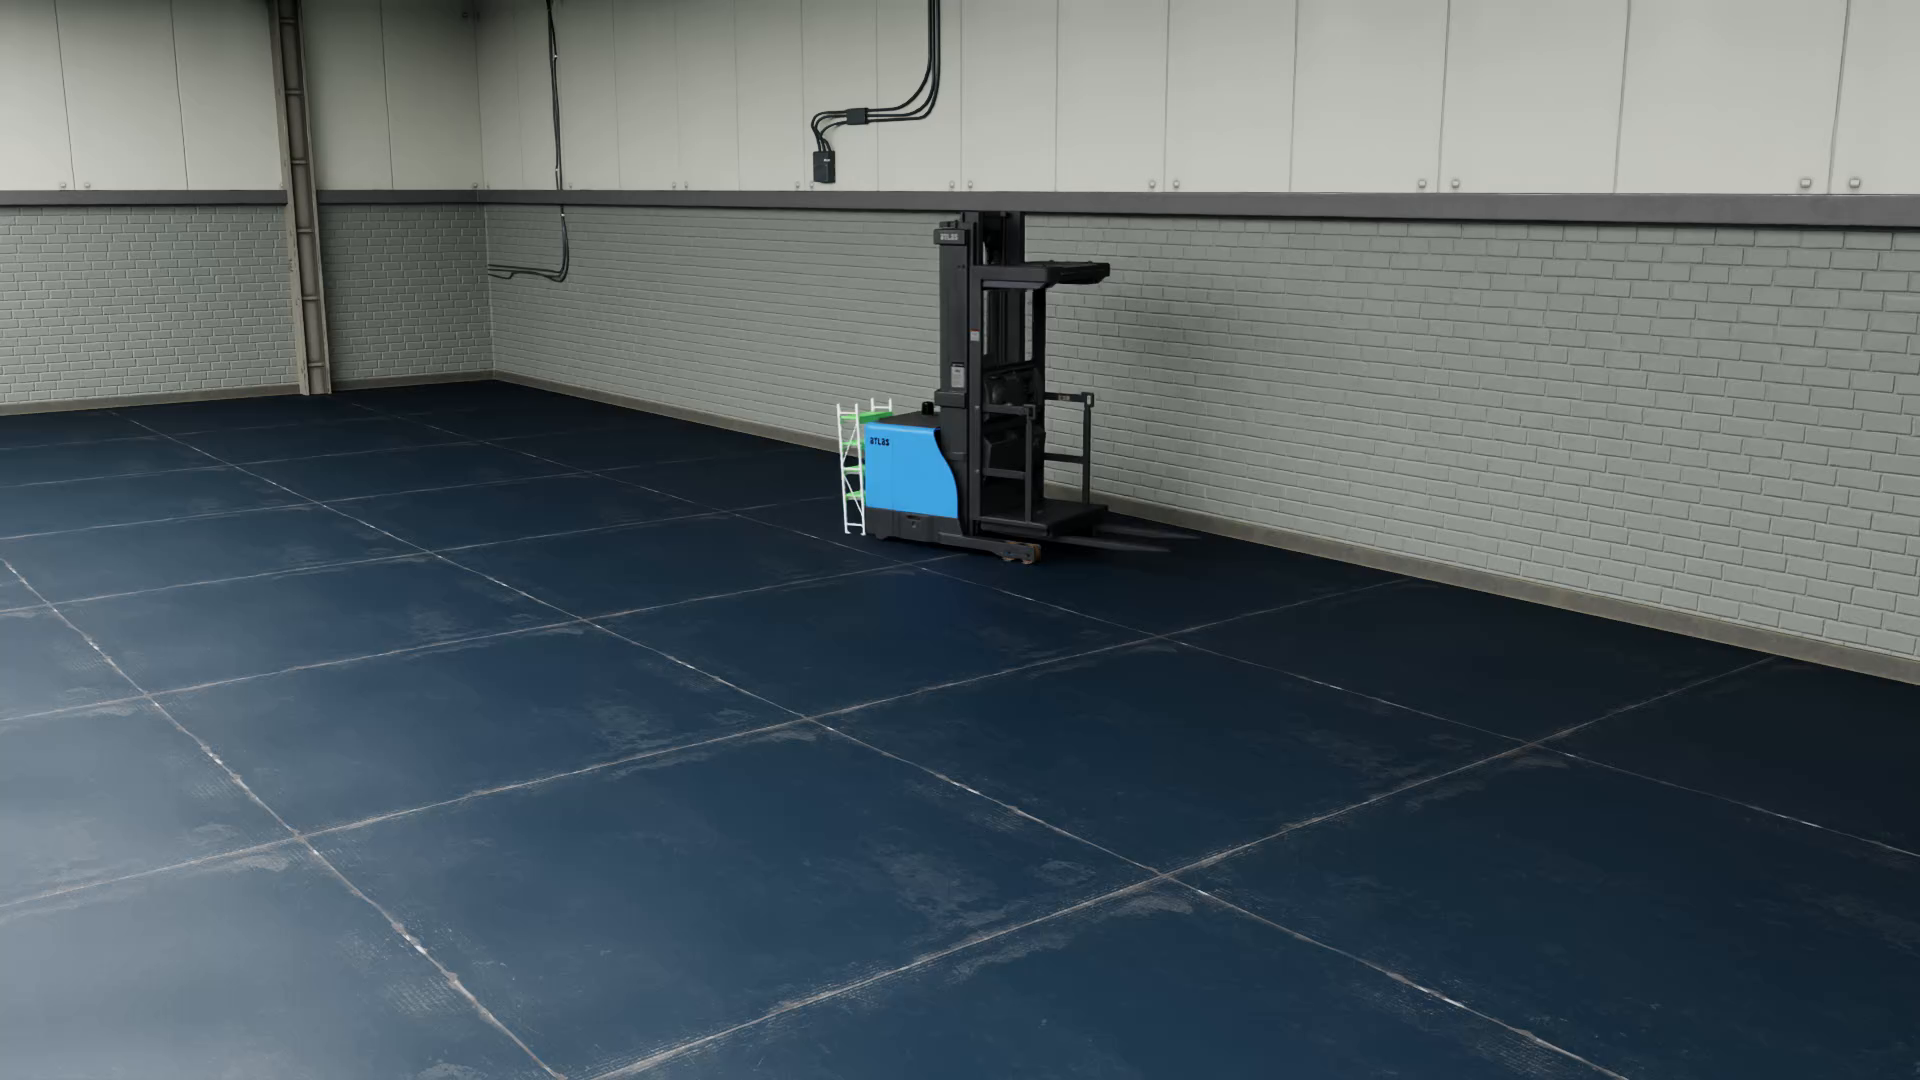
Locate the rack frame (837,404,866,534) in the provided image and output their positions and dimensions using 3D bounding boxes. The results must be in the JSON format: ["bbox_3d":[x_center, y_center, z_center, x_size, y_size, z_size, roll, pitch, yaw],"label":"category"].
[{"bbox_3d":[-0.995,-0.652,15.273,0.240,1.200,0.015,4,12,36],"label":"rack frame"}]

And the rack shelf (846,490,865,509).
[{"bbox_3d":[-0.834,-0.394,15.516,0.258,0.148,0.480,4,12,36],"label":"rack shelf"}]

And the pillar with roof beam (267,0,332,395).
[{"bbox_3d":[-7.335,-5.985,21.651,0.400,9.000,9.100,-9,15,-38],"label":"pillar with roof beam"}]

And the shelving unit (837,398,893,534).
[{"bbox_3d":[-0.850,-0.693,15.465,0.258,1.200,0.503,4,12,36],"label":"shelving unit"}]

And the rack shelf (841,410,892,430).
[{"bbox_3d":[-0.871,-1.102,15.394,0.258,0.148,0.480,4,12,36],"label":"rack shelf"}]

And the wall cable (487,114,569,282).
[{"bbox_3d":[-6.898,-5.332,26.052,0.112,2.526,3.097,-9,15,-38],"label":"wall cable"}]

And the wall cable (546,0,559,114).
[{"bbox_3d":[-5.208,-7.364,23.461,0.112,2.526,3.097,-9,15,-38],"label":"wall cable"}]

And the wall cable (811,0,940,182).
[{"bbox_3d":[-0.979,-6.973,18.116,0.169,6.003,2.305,-9,15,-38],"label":"wall cable"}]

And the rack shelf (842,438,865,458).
[{"bbox_3d":[-0.859,-0.866,15.435,0.258,0.148,0.480,4,12,36],"label":"rack shelf"}]

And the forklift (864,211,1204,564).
[{"bbox_3d":[0.637,-1.355,14.453,3.031,2.935,1.130,8,14,33],"label":"forklift"}]

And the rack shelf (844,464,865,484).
[{"bbox_3d":[-0.847,-0.630,15.475,0.258,0.148,0.480,4,12,36],"label":"rack shelf"}]

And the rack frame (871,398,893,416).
[{"bbox_3d":[-0.705,-0.733,15.656,0.240,1.200,0.015,4,12,36],"label":"rack frame"}]
